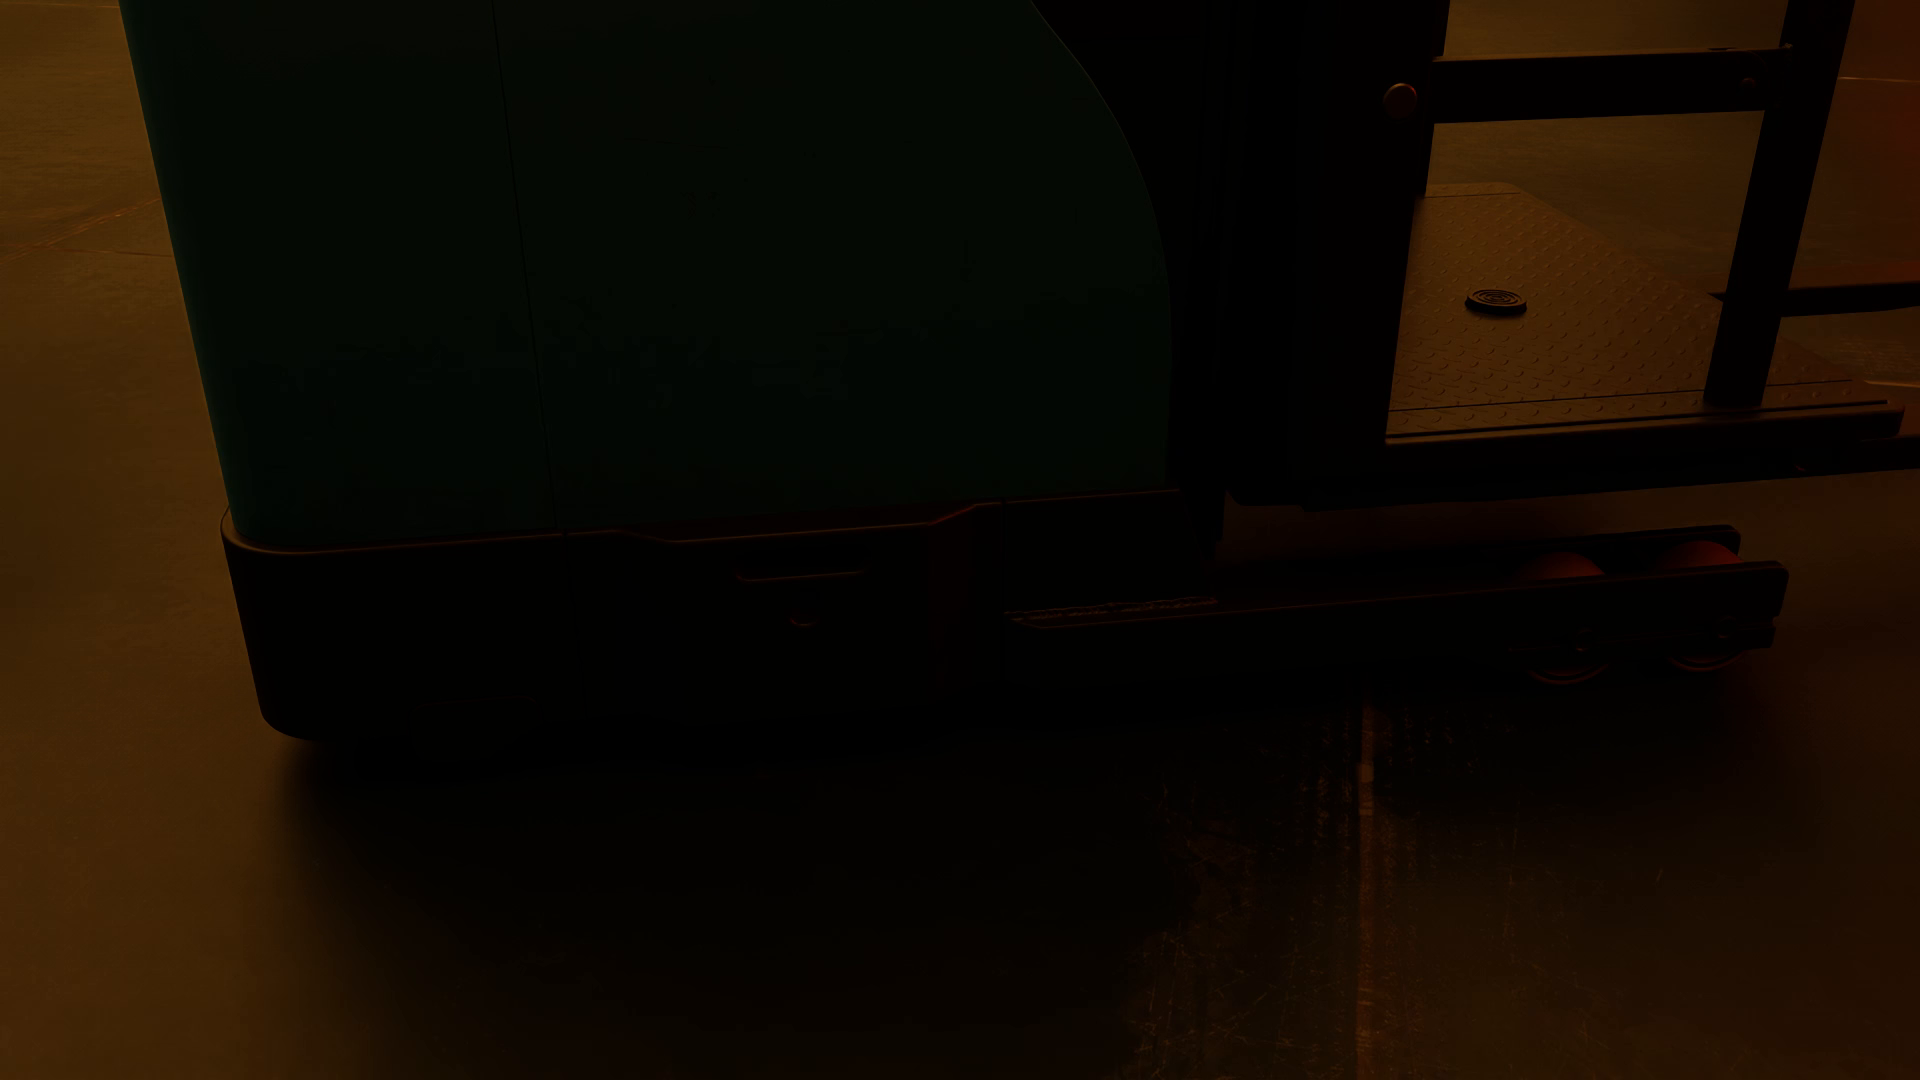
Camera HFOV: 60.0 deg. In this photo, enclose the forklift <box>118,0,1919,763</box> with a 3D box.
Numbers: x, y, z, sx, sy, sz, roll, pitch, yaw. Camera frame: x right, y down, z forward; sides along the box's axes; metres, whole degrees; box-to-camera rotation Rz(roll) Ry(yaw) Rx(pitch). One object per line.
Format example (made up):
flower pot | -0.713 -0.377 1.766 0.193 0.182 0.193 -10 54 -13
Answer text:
forklift | 0.600 -1.354 1.930 3.031 2.935 1.130 -4 27 -9
